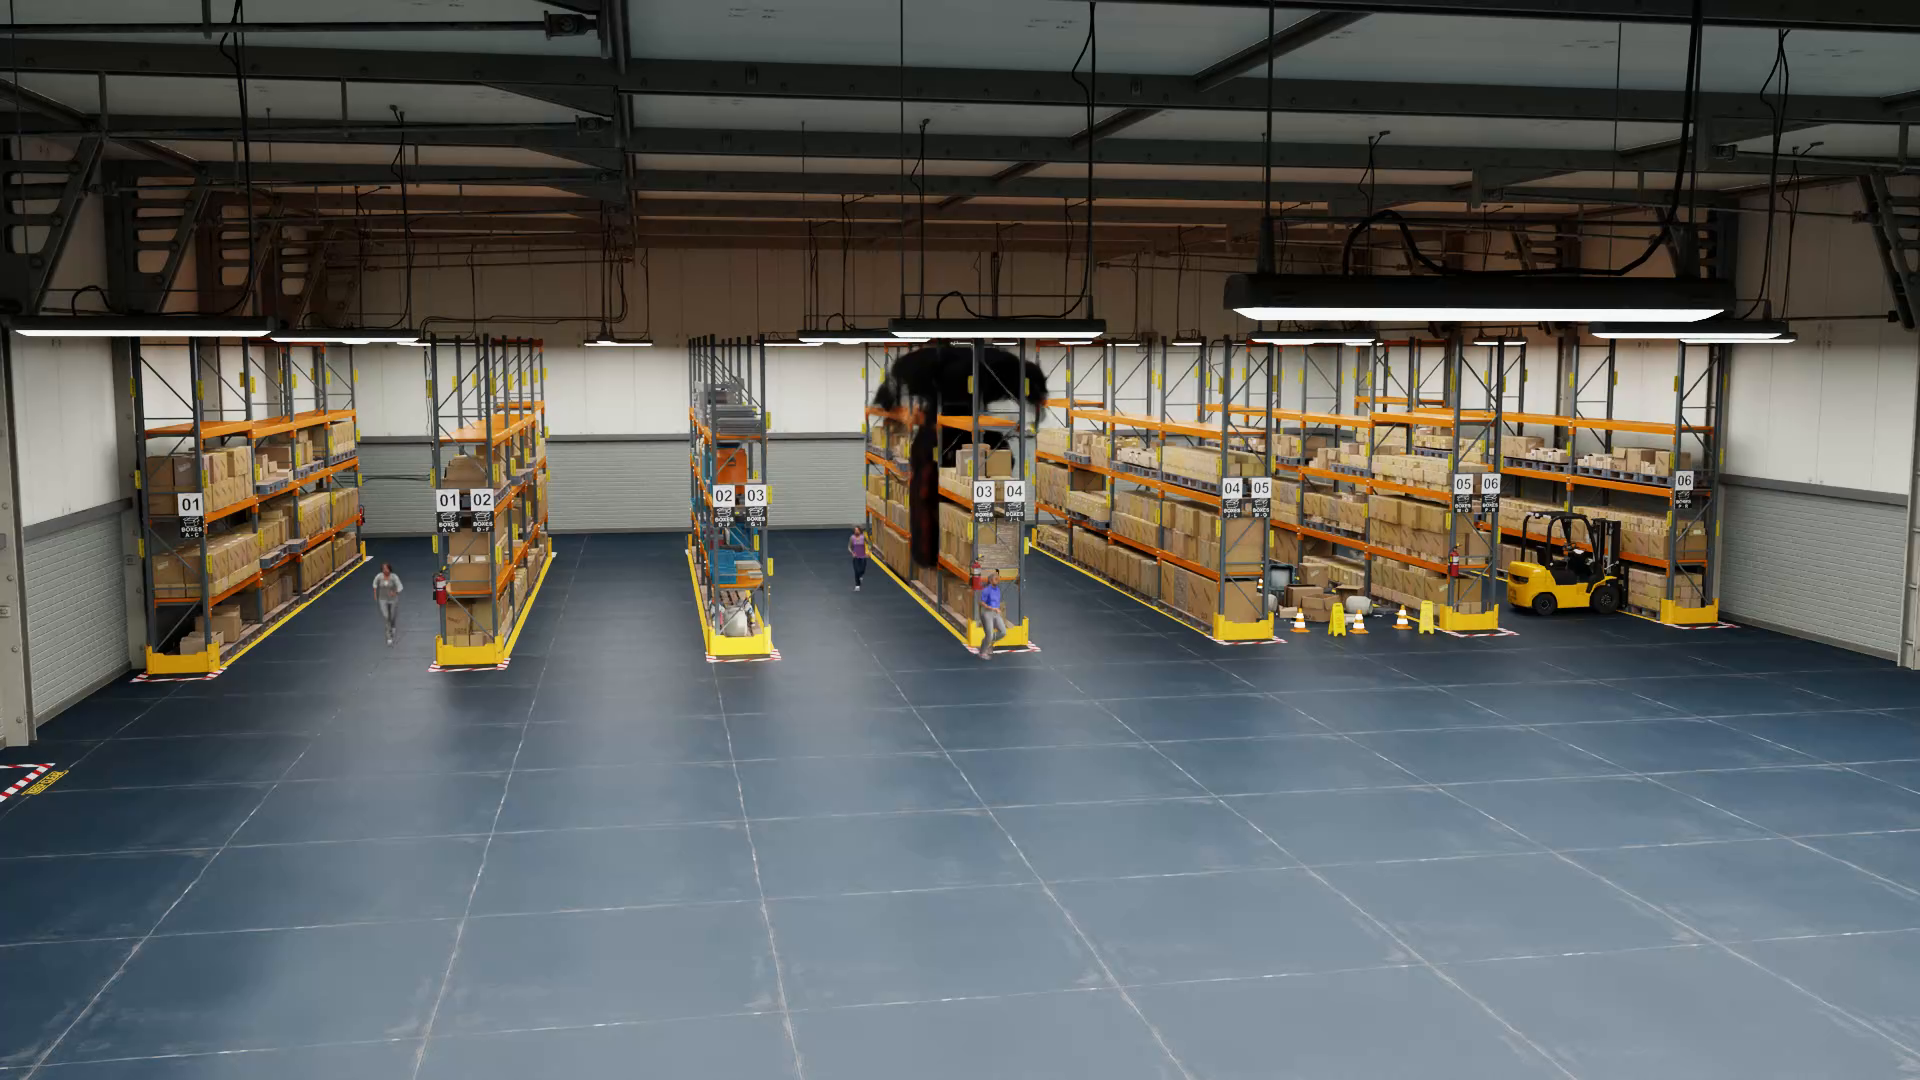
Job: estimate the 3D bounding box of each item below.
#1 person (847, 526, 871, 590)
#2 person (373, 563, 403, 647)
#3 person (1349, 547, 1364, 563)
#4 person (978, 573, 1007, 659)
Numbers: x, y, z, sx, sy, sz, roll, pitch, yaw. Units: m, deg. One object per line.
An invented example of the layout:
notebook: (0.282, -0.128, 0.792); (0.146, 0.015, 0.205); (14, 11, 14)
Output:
person: (-2.392, 0.435, 39.530); (0.560, 1.558, 0.605); (0, 7, -2)
person: (-11.149, 1.221, 32.445); (0.557, 1.597, 0.928); (-2, 7, -13)
person: (10.261, -0.029, 42.834); (0.549, 1.573, 0.582); (-1, 7, -10)
person: (0.606, 1.459, 30.785); (0.610, 1.521, 0.568); (6, 9, 42)
